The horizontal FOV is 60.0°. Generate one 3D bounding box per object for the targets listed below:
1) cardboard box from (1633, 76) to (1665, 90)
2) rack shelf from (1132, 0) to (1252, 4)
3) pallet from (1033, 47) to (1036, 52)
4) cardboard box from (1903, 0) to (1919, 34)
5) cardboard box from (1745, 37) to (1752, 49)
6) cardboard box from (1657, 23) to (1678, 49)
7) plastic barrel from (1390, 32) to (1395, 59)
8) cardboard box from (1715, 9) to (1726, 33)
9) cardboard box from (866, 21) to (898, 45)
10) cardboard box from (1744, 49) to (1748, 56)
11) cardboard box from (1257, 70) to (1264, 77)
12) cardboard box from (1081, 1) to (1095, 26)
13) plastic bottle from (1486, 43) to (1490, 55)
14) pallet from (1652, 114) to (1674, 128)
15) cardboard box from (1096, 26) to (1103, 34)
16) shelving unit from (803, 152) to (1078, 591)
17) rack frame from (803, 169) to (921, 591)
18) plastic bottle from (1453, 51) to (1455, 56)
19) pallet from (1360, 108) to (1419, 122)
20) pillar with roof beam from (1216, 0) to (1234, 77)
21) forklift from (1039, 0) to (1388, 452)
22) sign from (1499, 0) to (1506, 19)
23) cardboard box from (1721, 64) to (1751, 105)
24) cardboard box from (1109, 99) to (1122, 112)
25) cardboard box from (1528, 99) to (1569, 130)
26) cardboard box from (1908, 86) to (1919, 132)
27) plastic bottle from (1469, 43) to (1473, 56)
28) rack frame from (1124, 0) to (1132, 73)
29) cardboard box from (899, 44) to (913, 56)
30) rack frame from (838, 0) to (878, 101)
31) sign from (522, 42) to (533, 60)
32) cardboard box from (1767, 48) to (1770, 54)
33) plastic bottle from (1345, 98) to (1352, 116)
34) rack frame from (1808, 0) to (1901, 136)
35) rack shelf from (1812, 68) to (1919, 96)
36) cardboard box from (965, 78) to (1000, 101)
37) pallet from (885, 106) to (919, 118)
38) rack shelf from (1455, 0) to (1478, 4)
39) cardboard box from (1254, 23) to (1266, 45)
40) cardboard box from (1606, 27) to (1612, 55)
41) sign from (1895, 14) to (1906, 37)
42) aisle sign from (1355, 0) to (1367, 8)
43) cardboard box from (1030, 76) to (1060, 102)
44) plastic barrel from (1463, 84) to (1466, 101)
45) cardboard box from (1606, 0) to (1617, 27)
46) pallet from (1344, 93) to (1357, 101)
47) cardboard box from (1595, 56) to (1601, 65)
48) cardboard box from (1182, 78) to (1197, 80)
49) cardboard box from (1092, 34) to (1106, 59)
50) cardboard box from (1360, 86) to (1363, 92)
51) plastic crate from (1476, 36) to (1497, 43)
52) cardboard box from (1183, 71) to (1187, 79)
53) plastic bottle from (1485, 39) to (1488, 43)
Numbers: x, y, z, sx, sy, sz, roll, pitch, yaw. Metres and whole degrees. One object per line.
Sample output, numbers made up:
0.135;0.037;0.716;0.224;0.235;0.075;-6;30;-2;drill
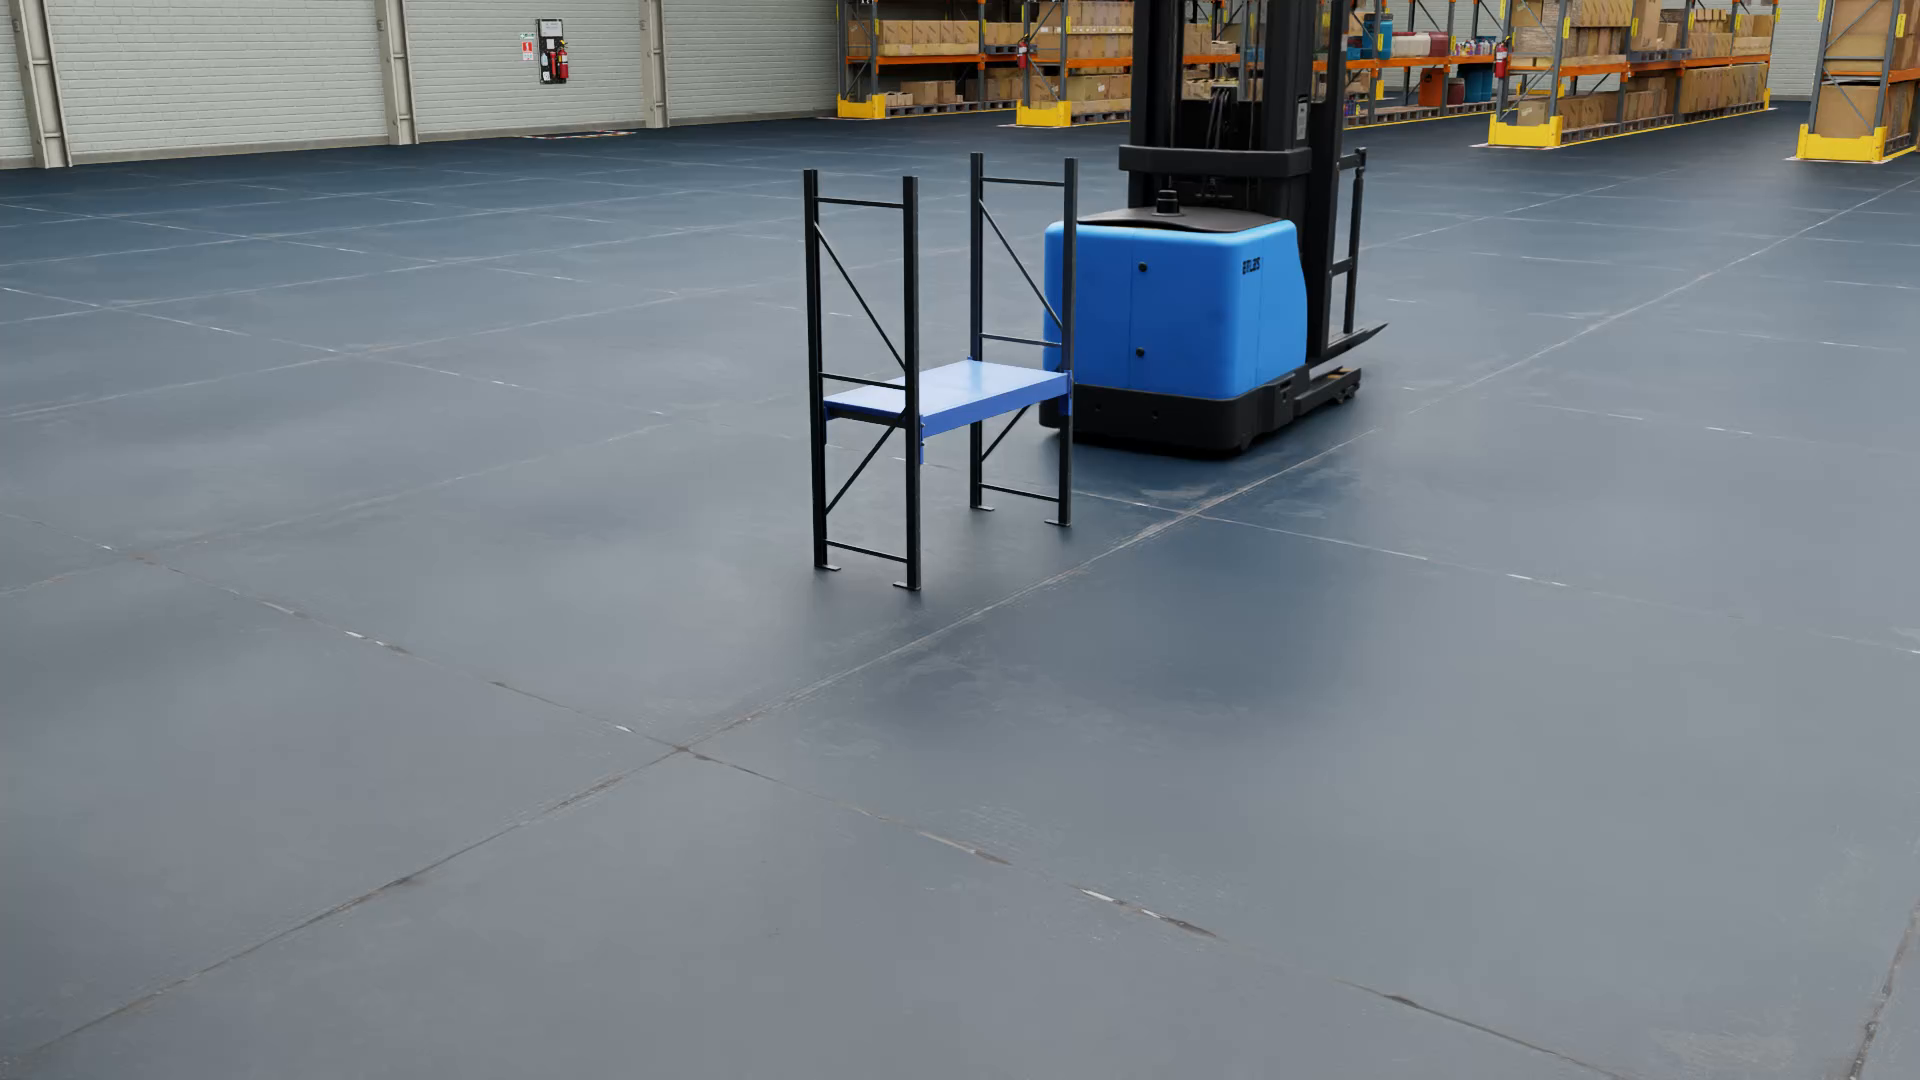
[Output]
14.076;-9.349;34.000;0.500;0.250;0.500;13;22;37;cardboard box
5.306;-12.503;38.104;1.077;0.370;4.000;12;21;35;rack shelf
2.178;-12.485;42.213;1.213;0.211;1.003;12;21;35;pallet
14.556;-8.259;26.207;0.875;0.550;0.550;12;21;35;cardboard box
17.929;-11.470;38.373;0.500;0.250;0.500;13;22;36;cardboard box
13.909;-10.101;33.337;0.500;0.500;0.700;-16;24;-42;cardboard box
8.836;-10.316;34.676;0.433;0.535;0.433;0;17;0;plastic barrel
16.461;-11.465;36.746;0.797;0.503;0.637;12;21;33;cardboard box
-1.724;-11.216;36.760;0.500;0.500;0.500;12;21;35;cardboard box
17.898;-11.233;38.282;0.380;0.149;0.250;12;21;34;cardboard box
7.503;-11.788;41.854;0.500;0.250;0.500;12;21;34;cardboard box
2.360;-10.900;34.431;0.700;0.500;0.500;12;21;33;cardboard box
12.363;-11.550;39.088;0.152;0.276;0.135;12;21;35;plastic bottle
13.984;-8.622;34.151;1.003;0.211;1.213;12;21;35;pallet
2.751;-10.644;34.700;0.380;0.149;0.250;12;21;33;cardboard box
-0.051;-0.696;6.456;0.538;1.500;1.048;12;21;35;shelving unit
-0.354;-0.575;6.066;0.500;1.500;0.032;12;21;35;rack frame
11.082;-11.022;37.395;0.097;0.271;0.097;0;17;0;plastic bottle
9.253;-9.216;36.064;1.003;0.211;1.213;12;21;35;pallet
11.655;-17.571;48.152;9.100;9.000;0.400;12;21;35;pillar with roof beam
1.592;-2.211;8.920;1.130;2.935;3.031;10;20;30;forklift
9.251;-9.041;28.313;0.100;0.325;0.005;12;21;35;sign
17.828;-10.635;38.808;0.875;0.875;0.875;12;21;35;cardboard box
3.124;-9.318;35.620;0.500;0.250;0.500;12;21;35;cardboard box
10.399;-7.535;29.456;0.500;0.500;0.500;-13;22;-36;cardboard box
16.289;-7.576;29.167;1.050;0.750;0.750;12;21;34;cardboard box
11.716;-11.272;38.180;0.061;0.283;0.133;12;21;35;plastic bottle
4.114;-10.938;36.908;1.000;3.000;0.127;12;21;35;rack frame
-1.406;-10.984;37.276;0.500;0.250;0.500;12;21;33;cardboard box
-2.250;-10.860;36.656;1.000;3.000;0.127;12;21;35;rack frame
-8.018;-9.072;30.839;0.001;0.329;0.234;12;21;35;sign
19.270;-11.782;40.049;0.380;0.149;0.250;13;21;36;cardboard box
7.823;-8.757;33.609;0.144;0.351;0.185;11;20;32;plastic bottle
13.608;-7.333;25.301;1.000;3.000;0.127;12;21;35;rack frame
14.799;-7.466;26.941;1.077;0.370;4.000;12;21;35;rack shelf
0.559;-11.007;40.604;0.700;0.500;0.500;13;22;37;cardboard box
-1.692;-9.733;37.731;1.003;0.211;1.213;12;21;35;pallet
11.665;-12.580;38.351;1.077;0.370;4.000;12;21;35;rack shelf
7.481;-12.493;41.039;0.500;0.500;0.700;-15;23;-40;cardboard box
11.424;-9.167;30.536;0.875;0.500;0.500;12;21;35;cardboard box
14.050;-7.685;24.840;0.100;0.325;0.005;12;21;35;sign
11.069;-15.106;45.946;0.394;0.787;0.004;12;21;35;aisle sign
1.811;-9.411;34.655;0.500;0.500;0.500;12;21;35;cardboard box
11.689;-10.566;39.196;0.421;0.512;0.421;0;17;0;plastic barrel
11.425;-9.460;29.792;0.500;0.500;0.500;12;21;35;cardboard box
10.017;-11.967;44.924;1.003;0.211;1.213;12;21;35;pallet
11.270;-8.609;29.831;0.380;0.149;0.250;12;21;35;cardboard box
5.338;-10.725;39.206;0.500;0.311;0.500;12;21;33;cardboard box
2.629;-10.385;34.959;0.700;0.500;0.500;13;21;35;cardboard box
10.825;-12.400;45.650;0.380;0.166;0.250;12;21;35;cardboard box
12.861;-12.160;40.768;0.392;0.384;0.575;12;21;35;plastic crate
6.038;-13.126;47.460;0.700;0.500;0.500;13;21;36;cardboard box
12.456;-11.692;39.421;0.144;0.351;0.185;12;21;35;plastic bottle
